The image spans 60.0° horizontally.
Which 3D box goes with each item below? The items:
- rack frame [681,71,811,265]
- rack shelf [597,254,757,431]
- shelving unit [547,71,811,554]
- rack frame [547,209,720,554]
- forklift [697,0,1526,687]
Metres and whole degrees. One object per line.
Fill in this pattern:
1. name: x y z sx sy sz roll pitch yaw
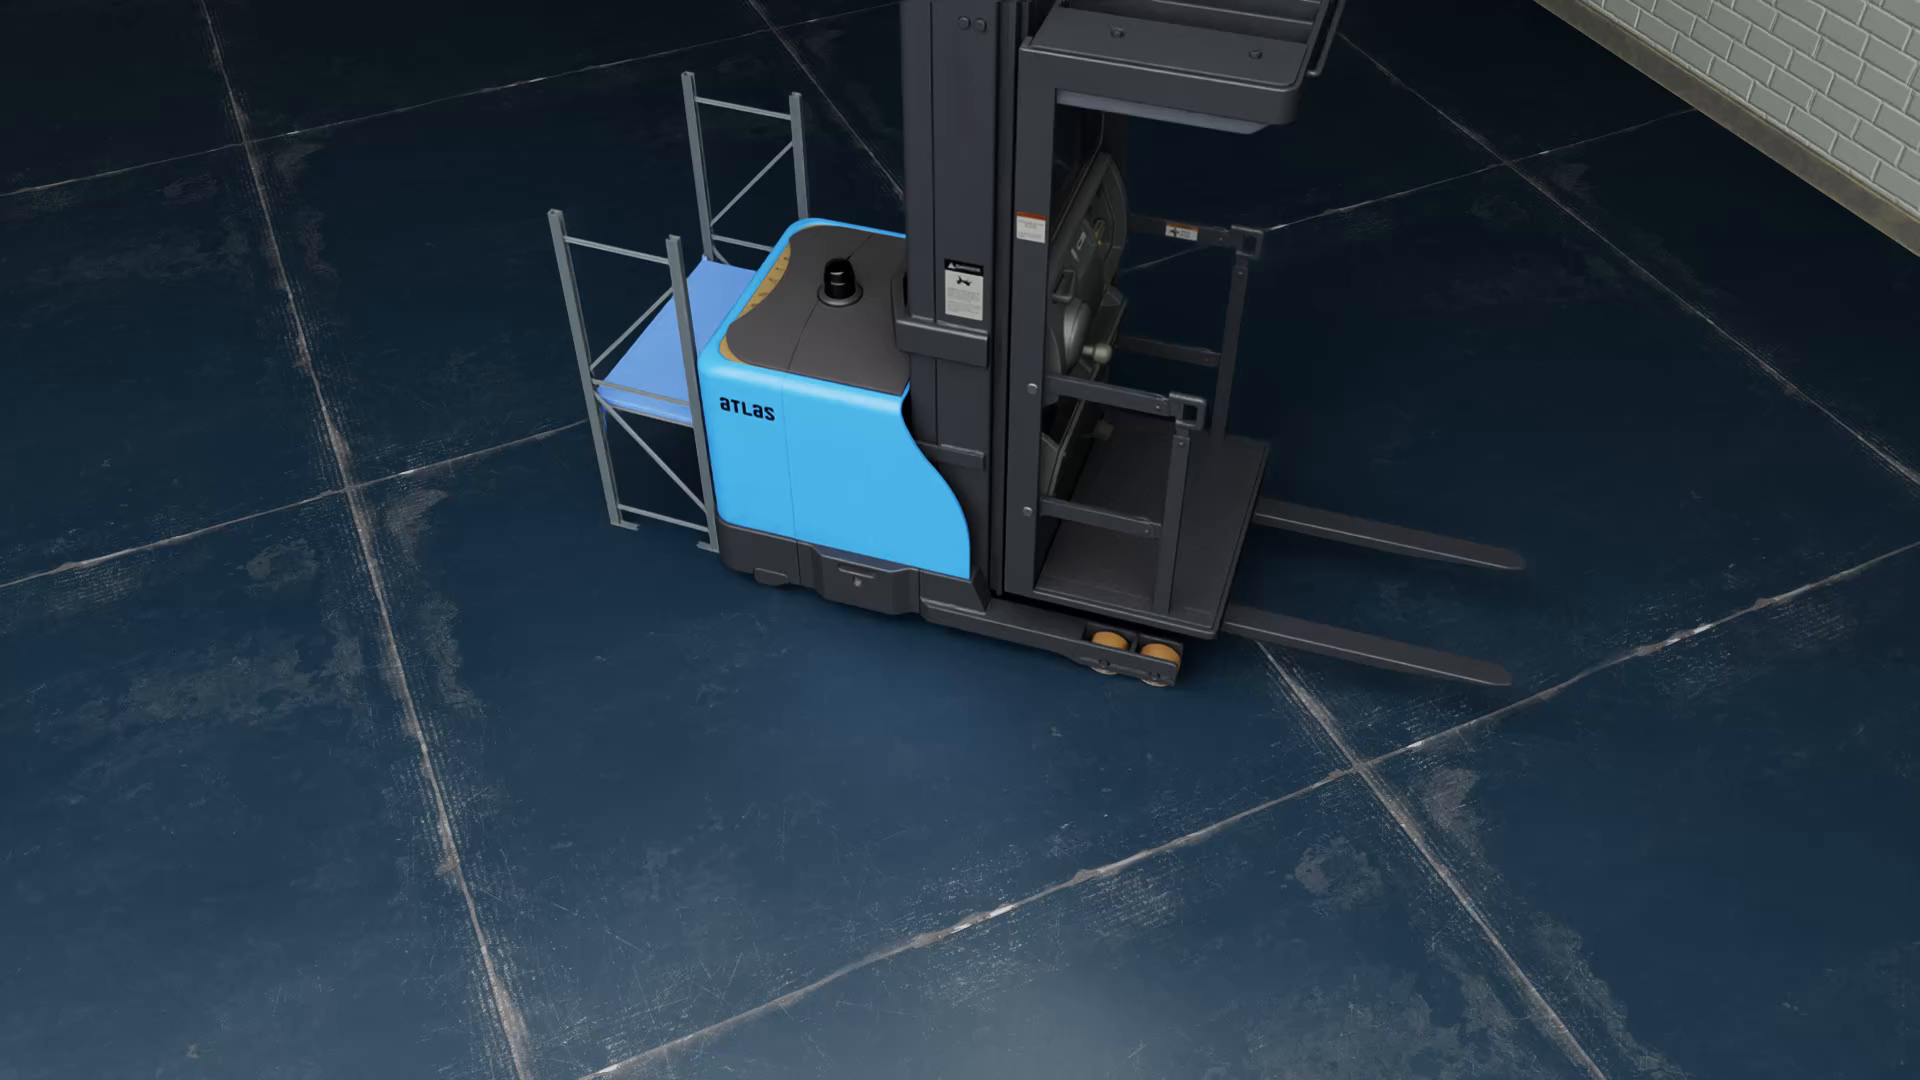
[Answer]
1. rack frame: -0.841 -1.219 6.917 0.500 1.500 0.032 14 46 14
2. rack shelf: -1.016 -0.755 6.704 0.538 0.185 1.000 14 46 14
3. shelving unit: -1.016 -0.883 6.577 0.538 1.500 1.048 14 46 14
4. rack frame: -1.191 -0.548 6.238 0.500 1.500 0.032 14 46 14
5. forklift: 0.623 -0.919 5.594 3.031 2.935 1.130 13 46 13
